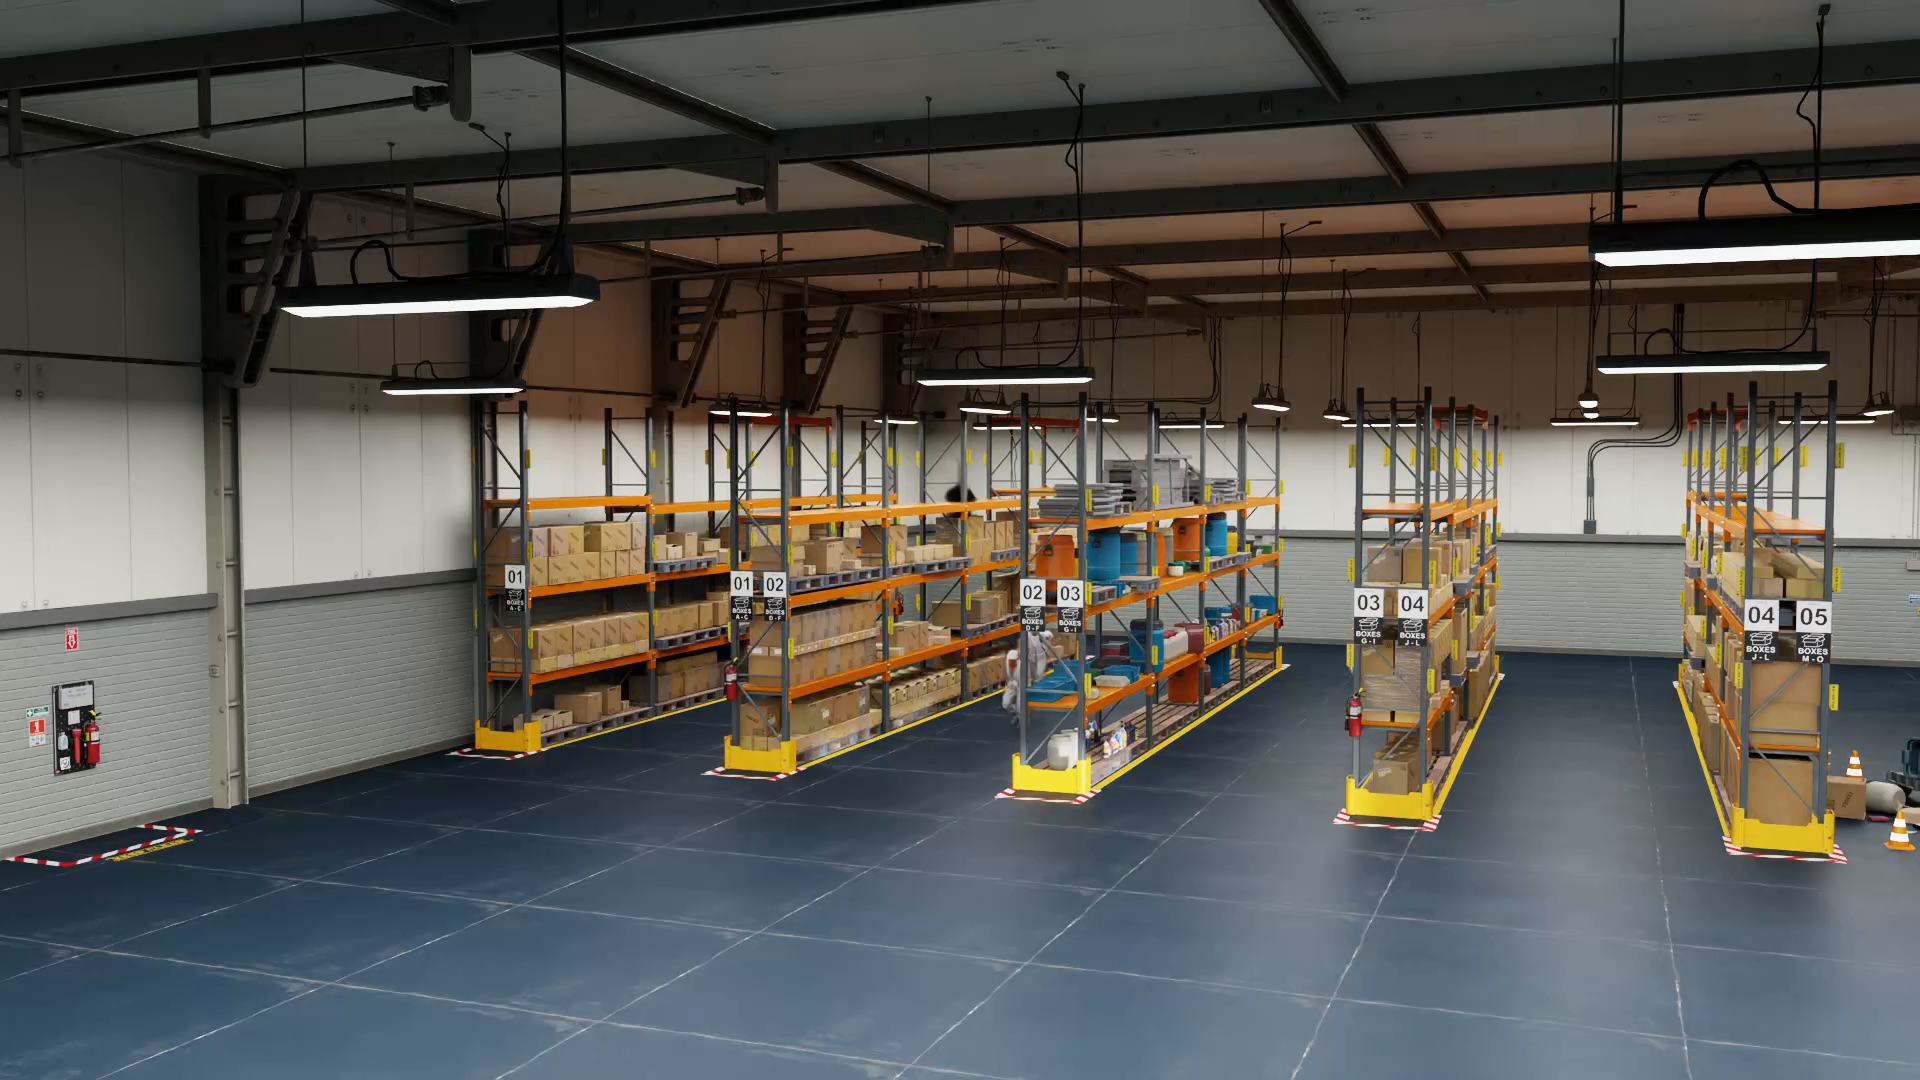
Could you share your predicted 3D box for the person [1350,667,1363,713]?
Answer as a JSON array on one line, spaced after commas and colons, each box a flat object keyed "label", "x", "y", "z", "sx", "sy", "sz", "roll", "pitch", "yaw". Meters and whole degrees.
[{"label": "person", "x": 7.835, "y": 2.627, "z": 32.353, "sx": 0.582, "sy": 1.614, "sz": 0.684, "roll": 0, "pitch": 3, "yaw": 9}]

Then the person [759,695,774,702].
[{"label": "person", "x": -3.496, "y": 2.724, "z": 30.287, "sx": 0.578, "sy": 1.643, "sz": 0.961, "roll": 0, "pitch": 3, "yaw": 8}]

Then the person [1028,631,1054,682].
[{"label": "person", "x": 1.616, "y": 2.499, "z": 34.609, "sx": 0.704, "sy": 1.737, "sz": 1.023, "roll": 0, "pitch": 3, "yaw": 8}]

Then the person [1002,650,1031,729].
[{"label": "person", "x": 1.026, "y": 2.738, "z": 30.453, "sx": 0.704, "sy": 1.529, "sz": 1.008, "roll": 2, "pitch": 3, "yaw": 32}]
